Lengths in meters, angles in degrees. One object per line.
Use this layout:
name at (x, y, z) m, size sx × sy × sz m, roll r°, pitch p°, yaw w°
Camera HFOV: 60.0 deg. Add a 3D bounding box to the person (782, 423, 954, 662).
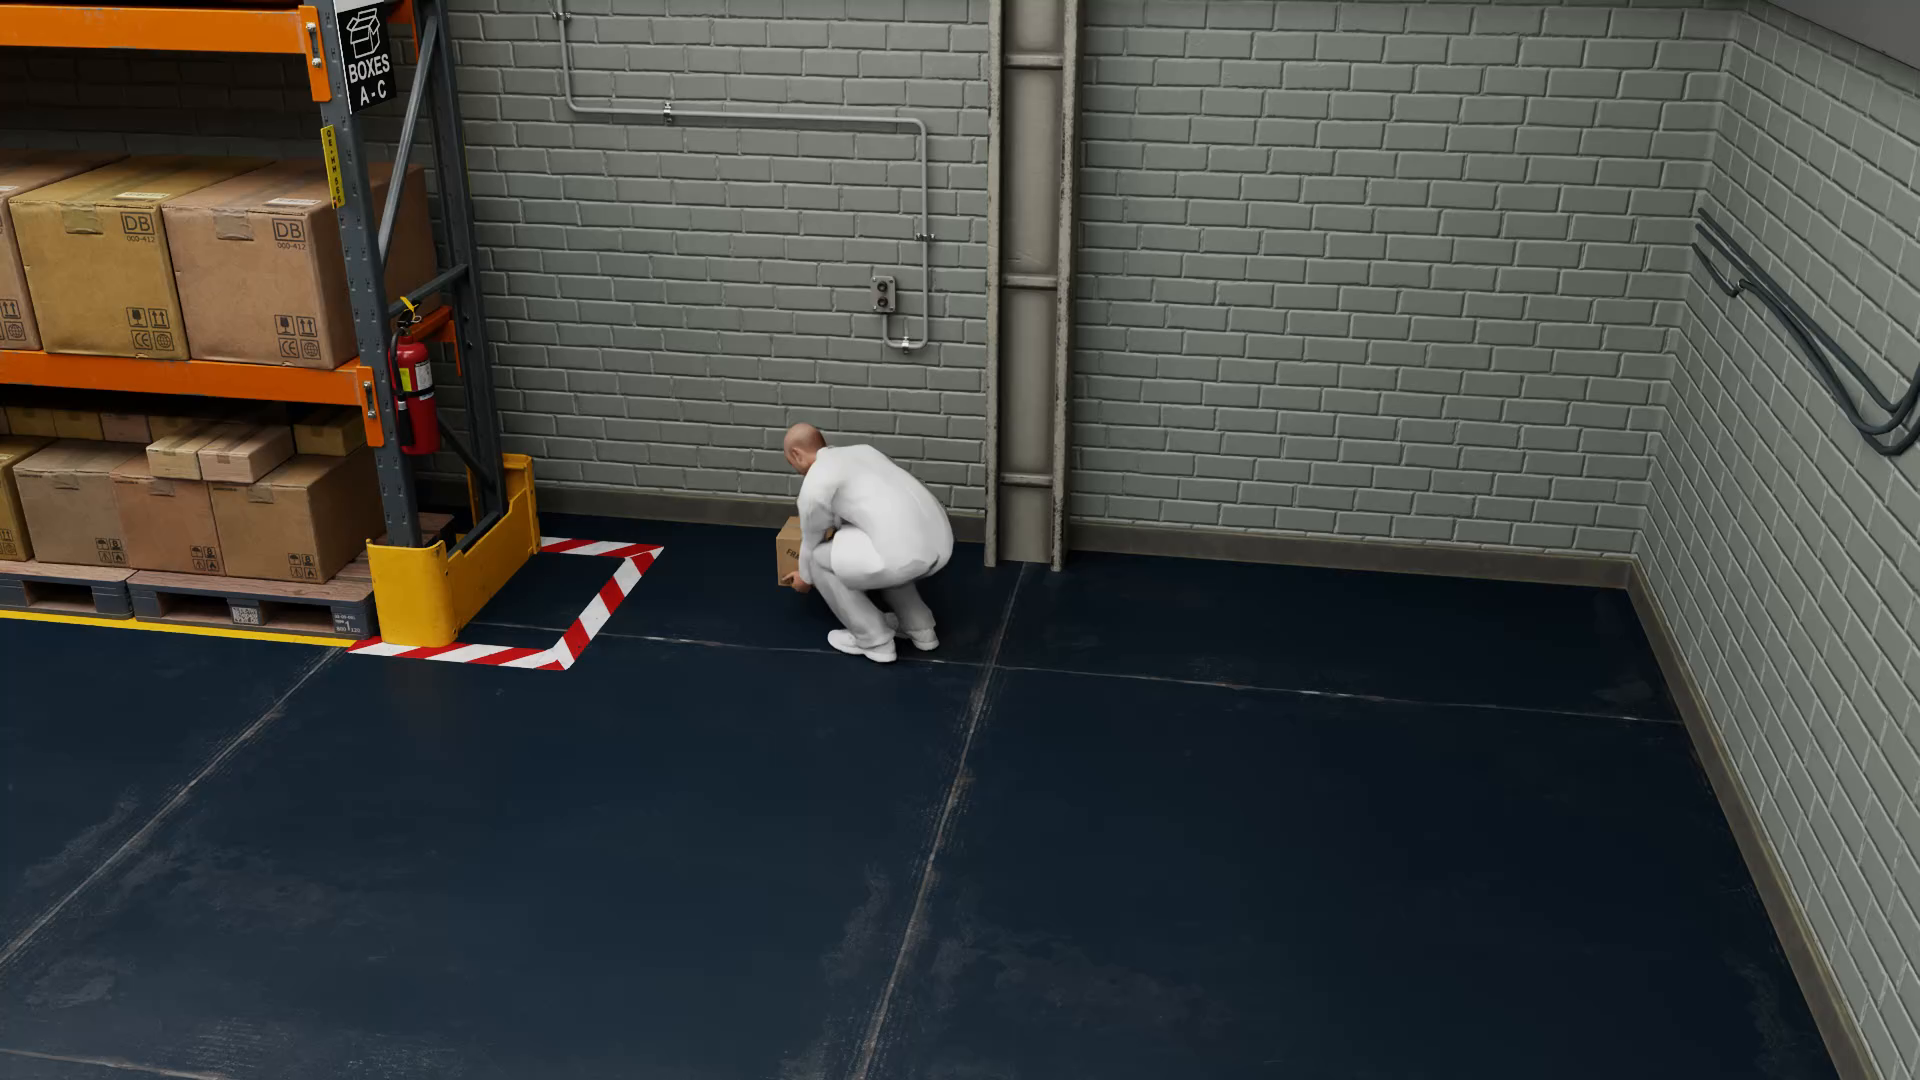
person at (-0.456, 0.004, 7.589) m, size 0.982 × 0.971 × 0.563 m, roll 20°, pitch 31°, yaw 37°
